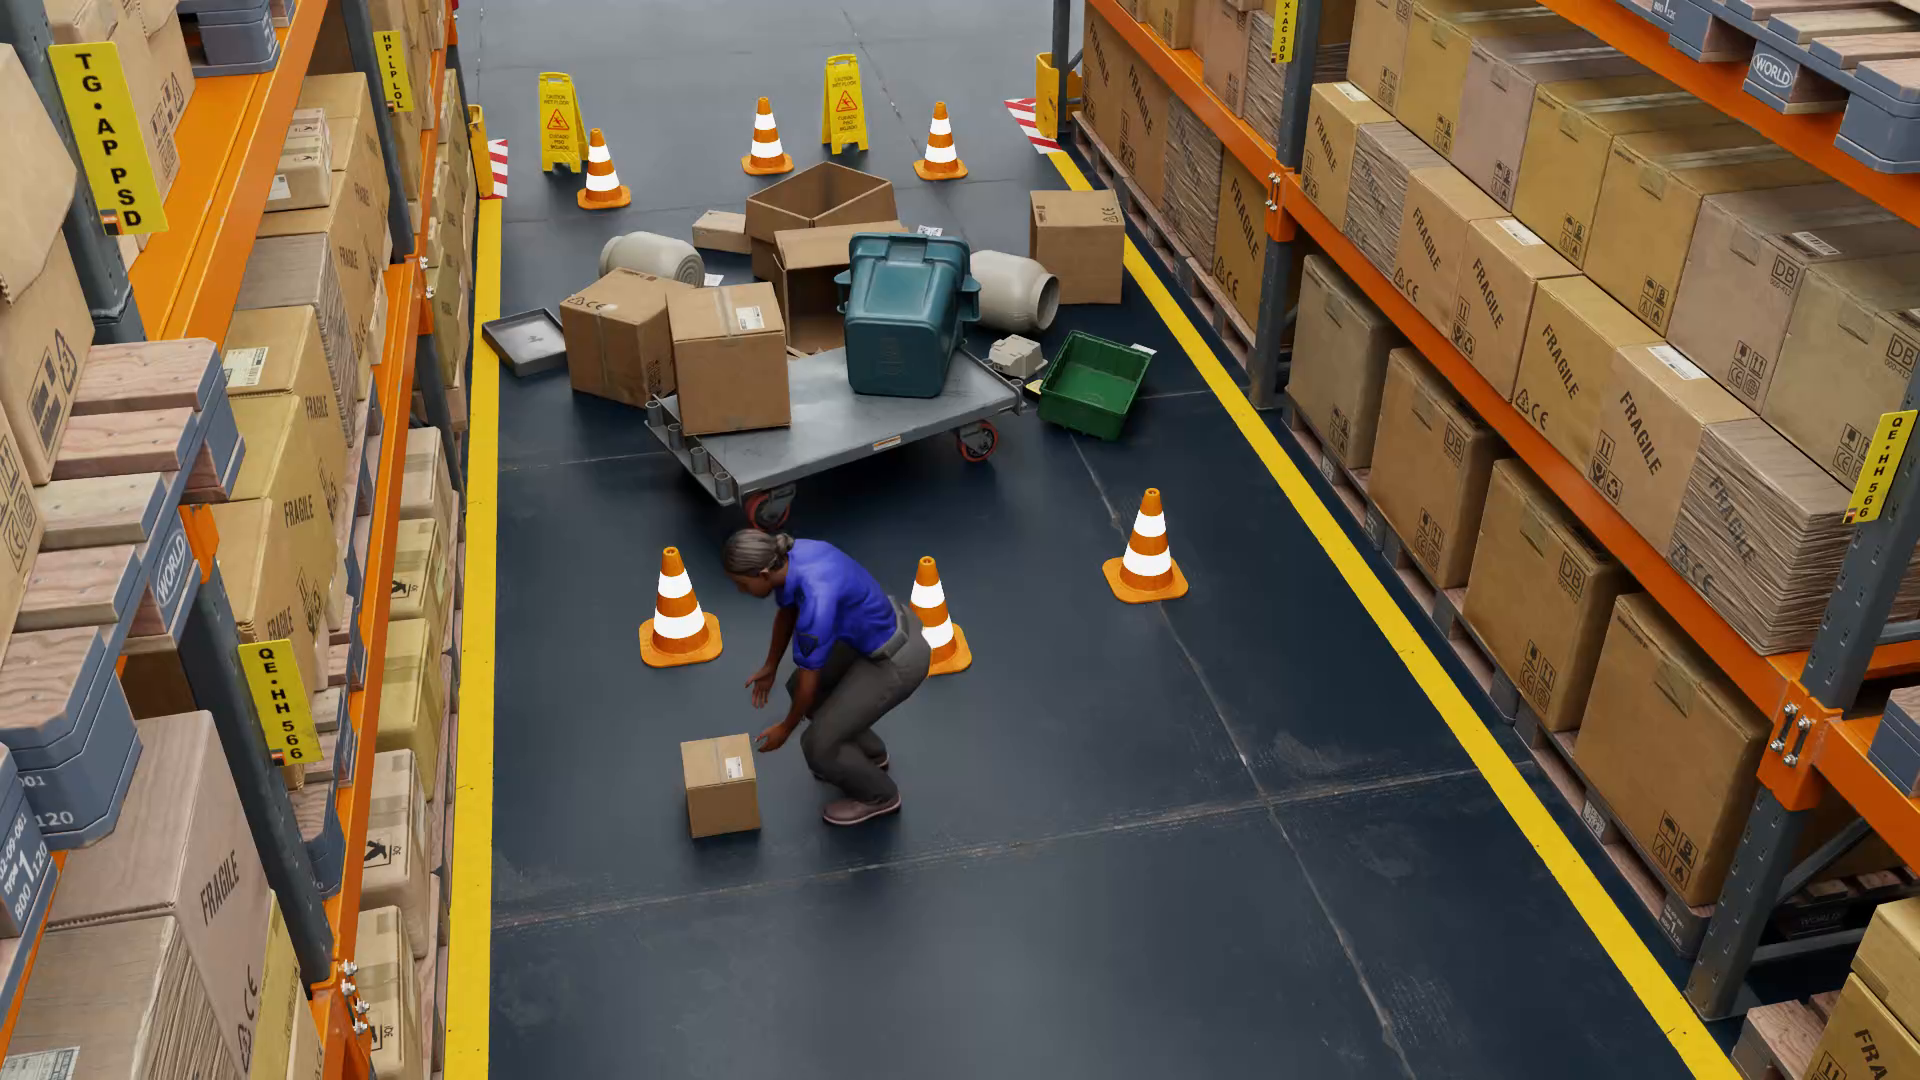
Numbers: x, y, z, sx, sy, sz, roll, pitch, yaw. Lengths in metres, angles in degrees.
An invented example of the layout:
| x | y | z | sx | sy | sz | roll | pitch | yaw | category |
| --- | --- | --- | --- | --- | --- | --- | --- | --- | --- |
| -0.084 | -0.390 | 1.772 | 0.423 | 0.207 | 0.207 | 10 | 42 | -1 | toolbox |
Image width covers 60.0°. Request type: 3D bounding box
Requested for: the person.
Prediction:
| x | y | z | sx | sy | sz | roll | pitch | yaw | category |
| --- | --- | --- | --- | --- | --- | --- | --- | --- | --- |
| -0.445 | 0.456 | 5.854 | 0.698 | 1.248 | 0.500 | -7 | 35 | -10 | person |
